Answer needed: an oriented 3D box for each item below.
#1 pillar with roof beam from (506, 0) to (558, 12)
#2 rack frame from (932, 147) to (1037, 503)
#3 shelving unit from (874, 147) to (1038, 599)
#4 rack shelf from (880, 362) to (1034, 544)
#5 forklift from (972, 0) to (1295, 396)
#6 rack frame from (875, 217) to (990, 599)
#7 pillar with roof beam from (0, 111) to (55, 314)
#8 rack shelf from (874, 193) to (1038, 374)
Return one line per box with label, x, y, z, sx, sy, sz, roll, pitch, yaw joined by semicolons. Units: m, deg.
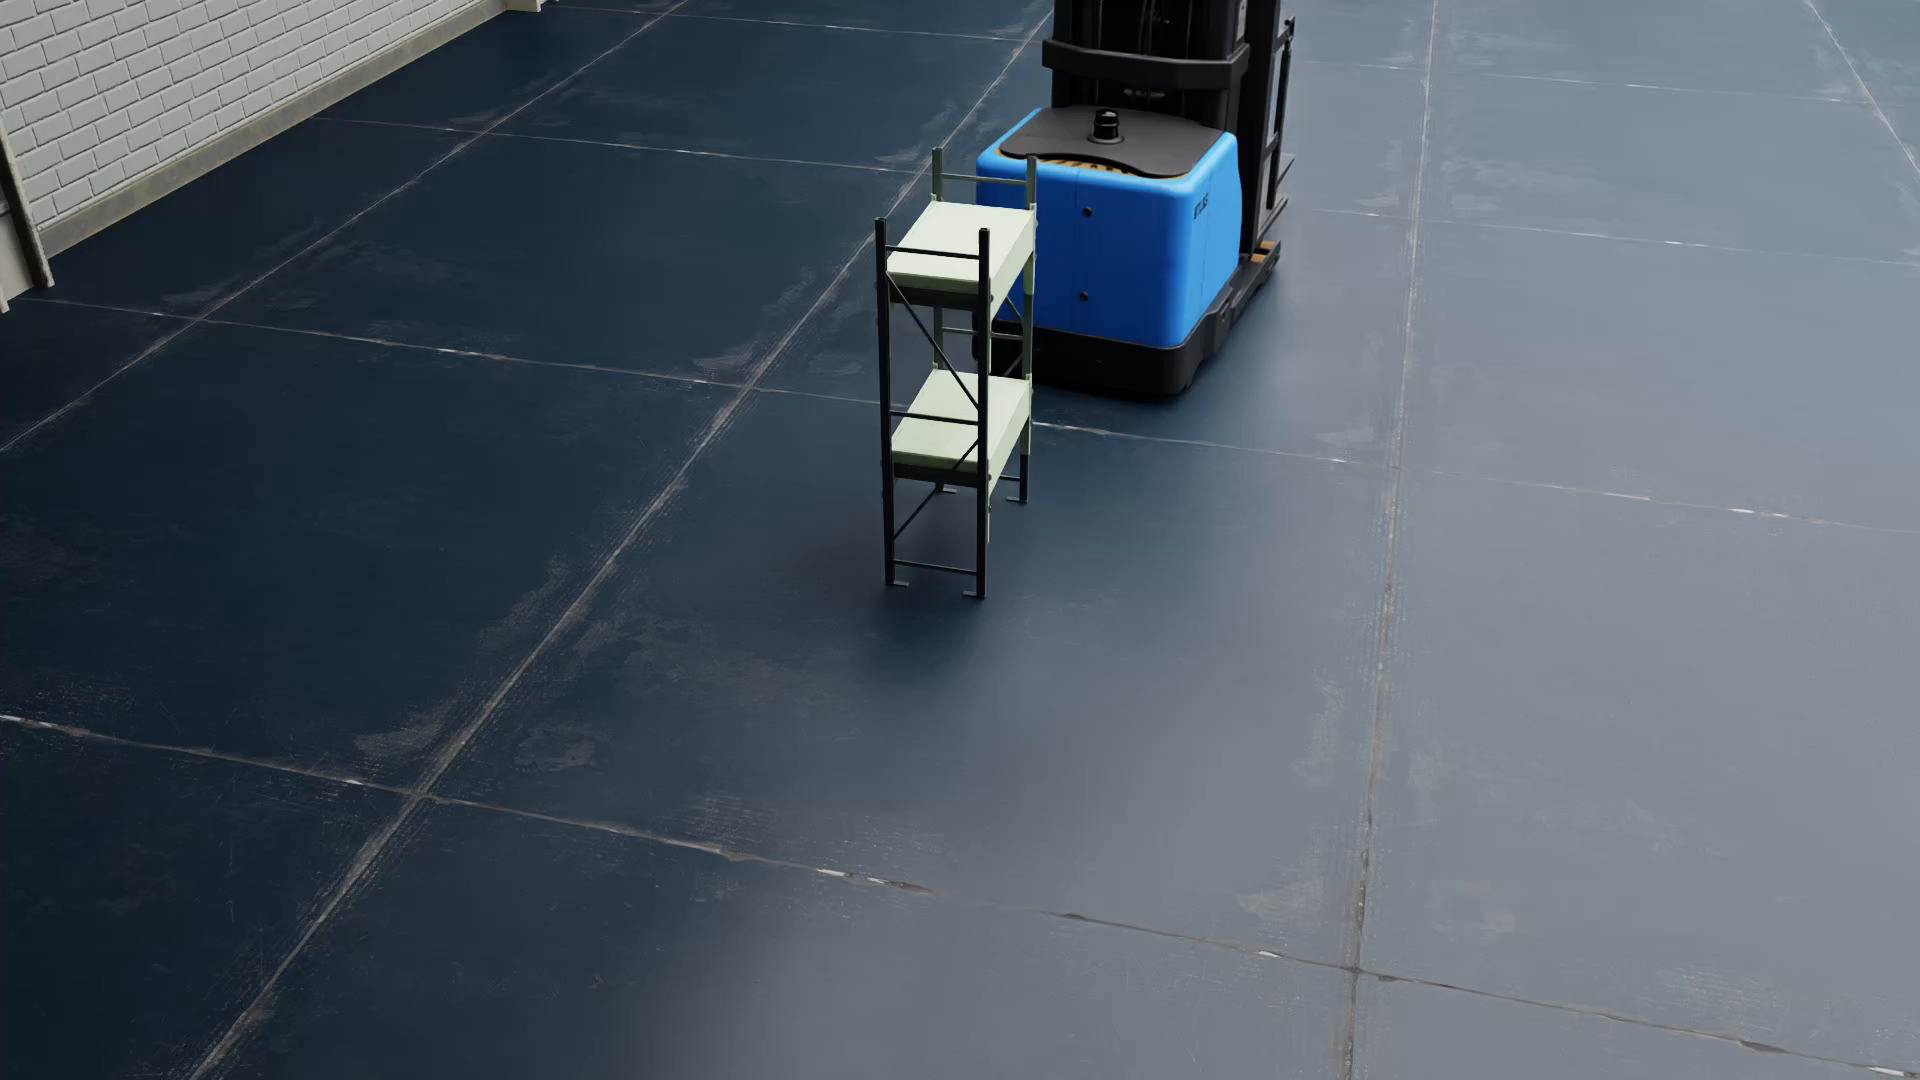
pillar with roof beam;0.640;-7.618;10.346;9.100;9.000;0.400;8;33;12
rack frame;0.091;-0.819;6.641;0.400;1.500;0.023;8;33;12
shelving unit;-0.002;-0.629;6.342;0.431;1.500;0.755;8;33;12
rack shelf;-0.002;-0.354;6.517;0.431;0.370;0.720;8;33;12
forklift;1.098;-2.680;8.234;1.130;2.935;3.031;13;35;19
rack frame;-0.095;-0.440;6.043;0.400;1.500;0.023;8;33;12
pillar with roof beam;-0.882;-4.505;5.448;9.100;9.000;0.400;8;33;12
rack shelf;-0.002;-0.959;6.133;0.431;0.370;0.720;8;33;12
